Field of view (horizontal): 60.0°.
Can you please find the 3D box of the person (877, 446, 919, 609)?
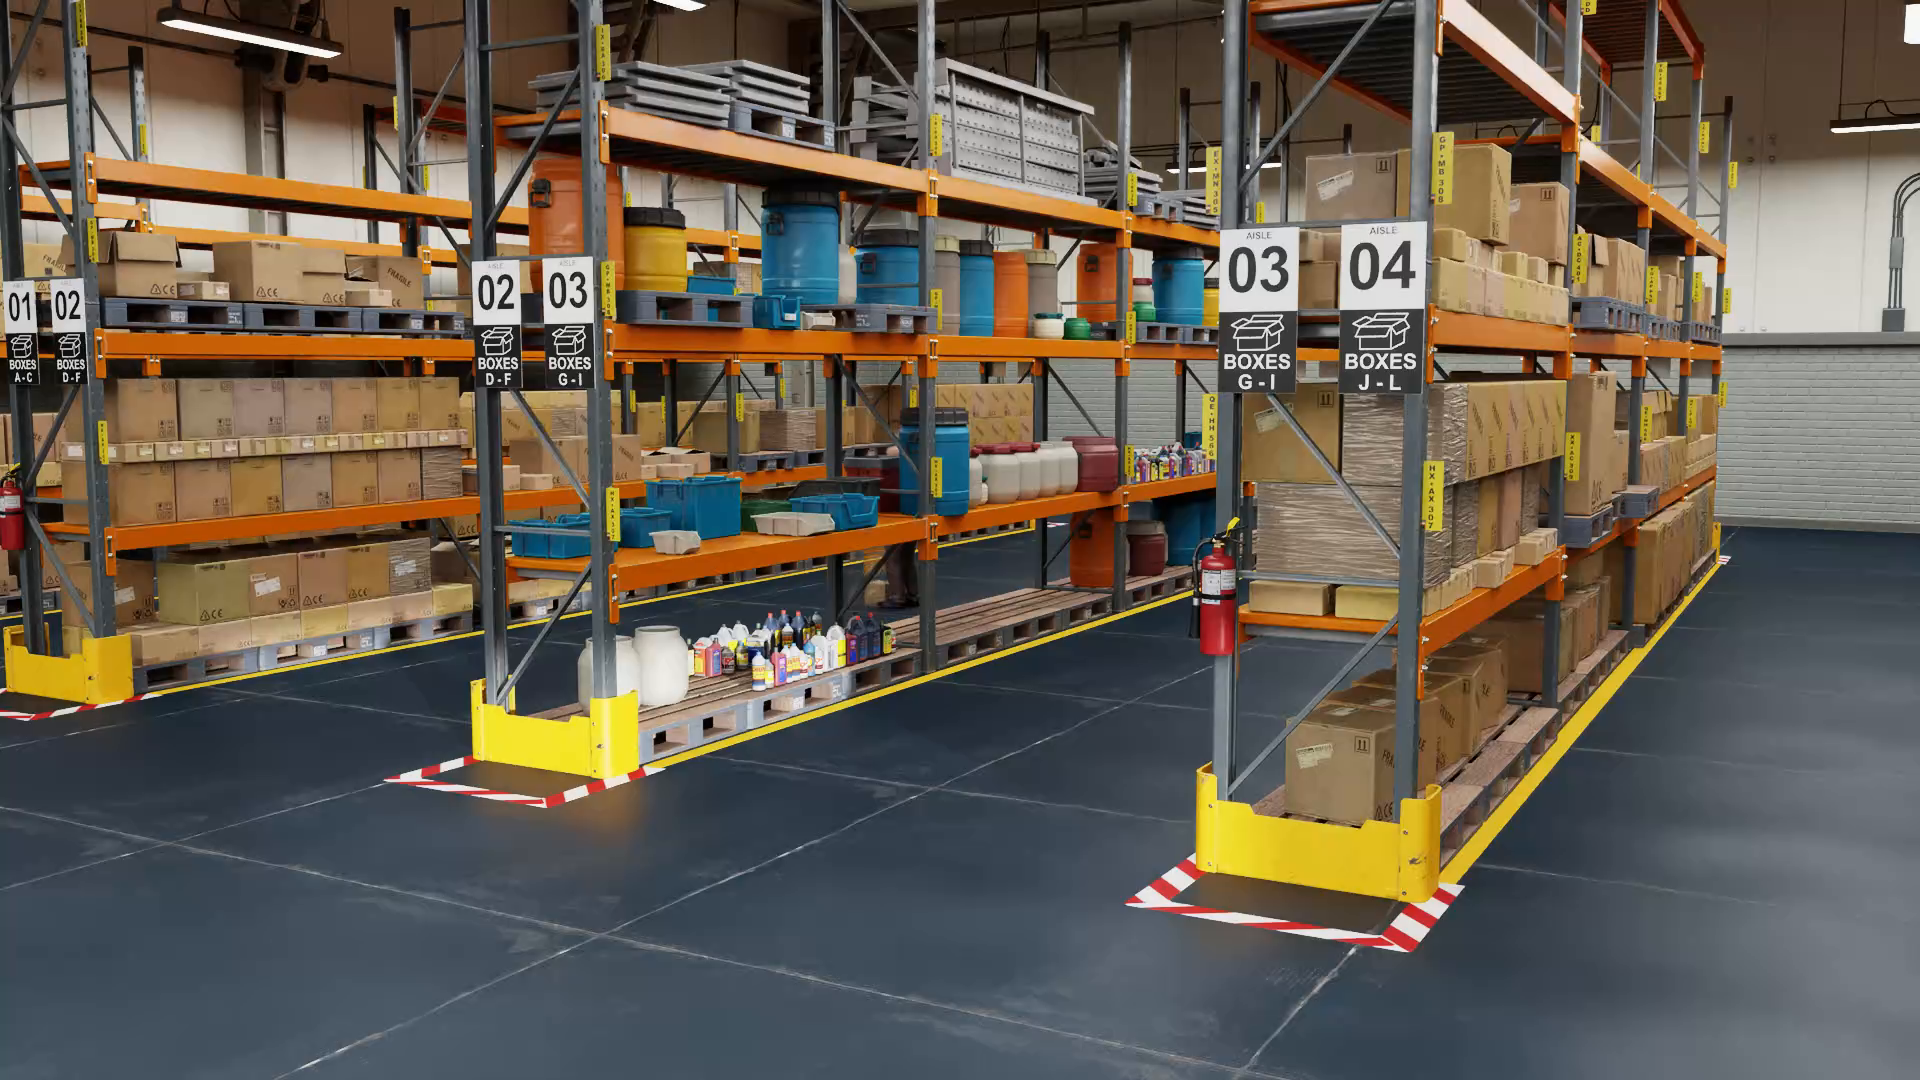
[{"bbox_3d":[-0.621,-0.140,17.641,0.474,1.719,0.577,3,7,26],"label":"person"}]
